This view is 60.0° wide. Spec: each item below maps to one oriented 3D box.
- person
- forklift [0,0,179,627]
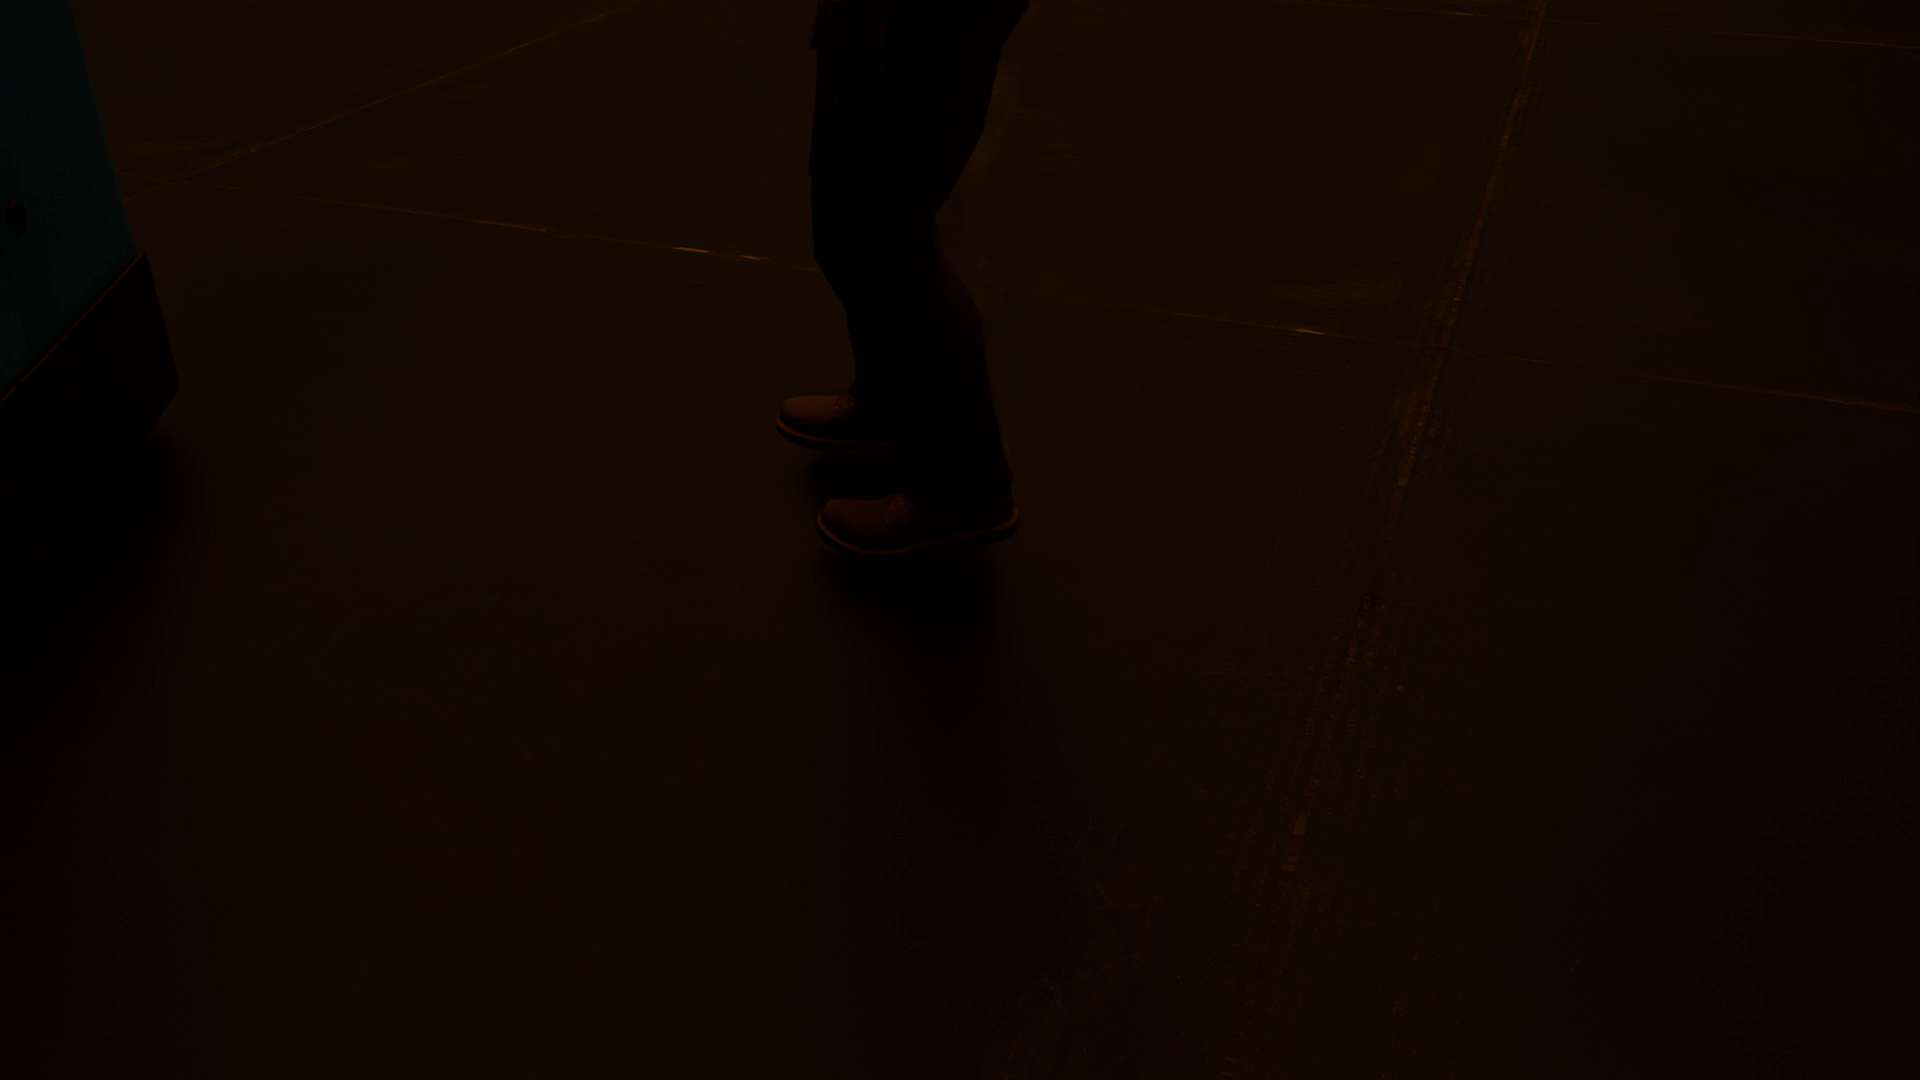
[{"bbox_3d":[-0.082,-0.757,2.103,0.415,1.649,0.644,-1,30,-2],"label":"person"},{"bbox_3d":[-2.781,-1.182,1.613,3.031,2.935,1.130,-3,30,-5],"label":"forklift"}]
